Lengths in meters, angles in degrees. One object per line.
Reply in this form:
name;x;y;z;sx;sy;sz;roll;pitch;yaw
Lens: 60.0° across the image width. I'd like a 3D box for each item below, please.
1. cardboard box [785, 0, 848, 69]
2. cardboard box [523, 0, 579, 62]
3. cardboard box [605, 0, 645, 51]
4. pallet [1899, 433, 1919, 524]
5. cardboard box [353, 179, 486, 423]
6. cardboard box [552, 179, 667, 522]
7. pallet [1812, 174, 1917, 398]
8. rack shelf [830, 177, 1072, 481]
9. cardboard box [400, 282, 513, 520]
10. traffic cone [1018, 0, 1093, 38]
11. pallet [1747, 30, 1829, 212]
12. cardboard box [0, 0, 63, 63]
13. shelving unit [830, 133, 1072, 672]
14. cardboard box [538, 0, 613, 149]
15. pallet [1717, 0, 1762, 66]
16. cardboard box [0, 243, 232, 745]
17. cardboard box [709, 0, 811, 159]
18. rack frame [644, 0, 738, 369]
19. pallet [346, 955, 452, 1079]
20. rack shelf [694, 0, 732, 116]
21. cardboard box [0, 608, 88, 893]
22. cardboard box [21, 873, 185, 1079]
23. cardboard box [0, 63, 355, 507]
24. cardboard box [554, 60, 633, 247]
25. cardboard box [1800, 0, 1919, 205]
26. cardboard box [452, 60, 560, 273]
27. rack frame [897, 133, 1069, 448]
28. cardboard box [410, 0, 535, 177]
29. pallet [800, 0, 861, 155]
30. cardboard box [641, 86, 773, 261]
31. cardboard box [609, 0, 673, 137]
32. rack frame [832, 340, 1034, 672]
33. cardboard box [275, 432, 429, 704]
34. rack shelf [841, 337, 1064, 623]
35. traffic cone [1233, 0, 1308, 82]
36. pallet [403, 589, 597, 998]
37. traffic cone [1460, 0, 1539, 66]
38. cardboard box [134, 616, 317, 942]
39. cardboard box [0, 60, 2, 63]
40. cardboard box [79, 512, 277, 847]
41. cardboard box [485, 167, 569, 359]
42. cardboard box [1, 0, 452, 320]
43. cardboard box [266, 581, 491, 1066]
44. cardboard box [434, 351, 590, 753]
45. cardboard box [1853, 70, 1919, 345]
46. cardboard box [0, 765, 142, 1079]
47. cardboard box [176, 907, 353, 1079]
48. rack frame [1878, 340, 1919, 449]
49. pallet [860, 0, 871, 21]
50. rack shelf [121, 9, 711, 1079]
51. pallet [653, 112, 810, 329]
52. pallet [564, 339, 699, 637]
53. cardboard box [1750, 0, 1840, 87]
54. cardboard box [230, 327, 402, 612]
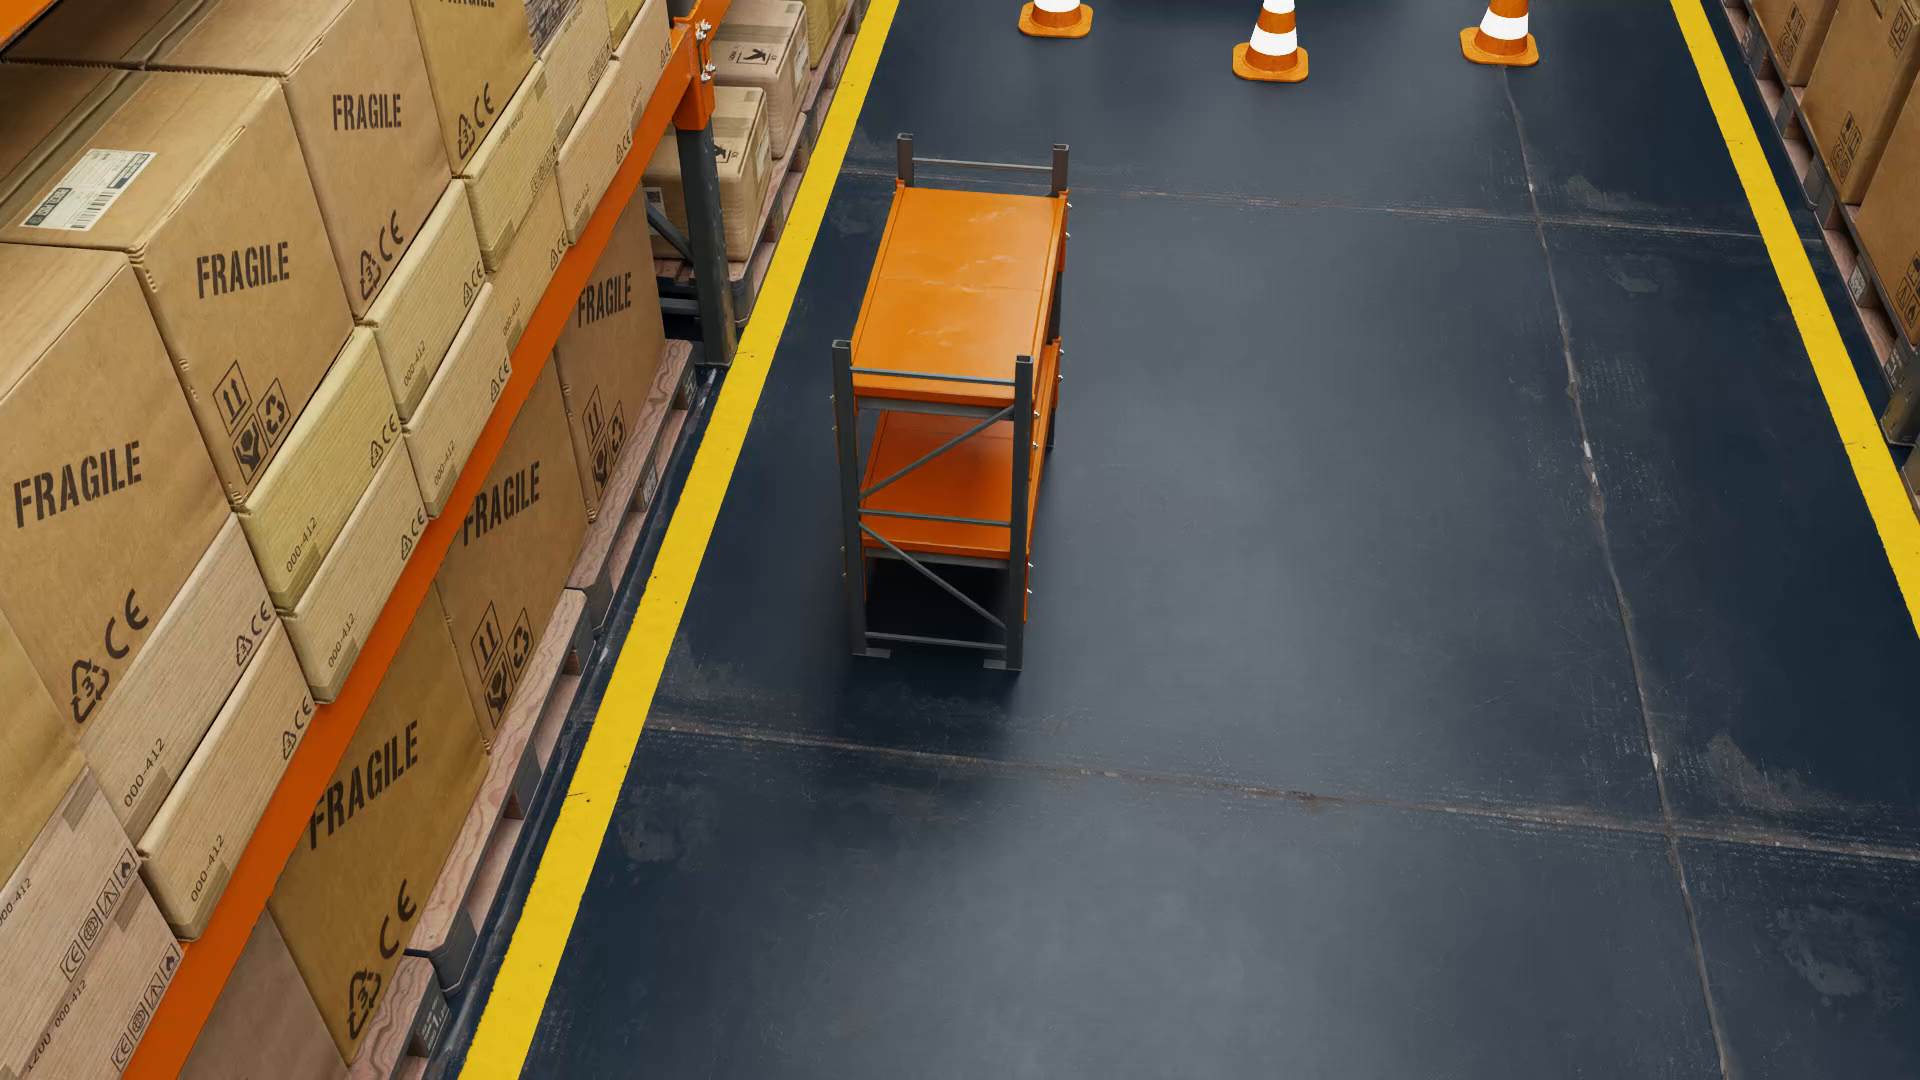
cardboard box;-1.021;-2.384;7.192;0.950;0.372;0.625;7;44;7
cardboard box;-1.170;-1.454;3.804;0.500;0.500;0.500;6;44;6
cardboard box;-1.114;-1.555;4.456;0.500;0.250;0.500;5;44;5
pallet;3.514;0.145;4.944;1.003;0.211;1.213;5;44;6
cardboard box;-1.294;-0.501;3.343;0.500;0.250;0.500;4;44;4
cardboard box;-1.475;-0.699;5.047;0.875;0.875;0.875;5;44;5
pallet;3.797;-0.918;6.066;1.003;0.211;1.213;5;44;6
rack shelf;-0.001;-0.616;4.657;0.538;0.278;1.000;5;44;6
cardboard box;-1.285;-0.317;3.512;0.500;0.250;0.500;5;44;5
traffic cone;0.451;-2.614;7.674;0.336;0.463;0.334;5;44;6
pallet;3.961;-1.747;6.942;1.003;0.211;1.213;5;44;6
cardboard box;-1.819;-0.833;3.148;0.500;0.500;0.500;6;44;6
shelving unit;-0.001;-0.404;4.858;0.538;1.125;1.048;5;44;6
cardboard box;-1.178;-1.206;4.087;0.500;0.250;0.500;4;44;4
pallet;4.120;-2.581;7.822;1.003;0.211;1.213;5;44;6
cardboard box;-1.447;-0.078;2.350;0.500;0.500;0.500;5;44;5
cardboard box;-1.127;-1.867;6.646;0.950;0.372;0.625;4;44;5
rack frame;-1.302;-1.781;4.950;1.000;3.000;0.127;5;44;6
pallet;-1.803;1.425;3.592;1.003;0.211;1.213;5;44;6
rack shelf;-1.037;-2.883;6.637;1.077;0.370;4.000;5;44;6
cardboard box;-1.487;0.272;1.982;0.500;0.500;0.500;6;44;6
cardboard box;-1.511;0.723;2.414;0.500;0.250;0.500;4;44;5
cardboard box;-1.379;-0.419;2.711;0.500;0.500;0.500;4;44;4
cardboard box;-1.163;-1.009;4.243;0.500;0.250;0.500;6;44;6
cardboard box;3.900;-1.739;6.236;1.050;0.750;0.750;6;44;6
cardboard box;-1.225;-0.855;3.717;0.500;0.250;0.500;4;44;4
rack frame;0.066;-0.750;5.224;0.500;1.125;0.032;5;44;6
cardboard box;-1.243;-1.116;3.447;0.500;0.500;0.500;5;44;6
pallet;-1.033;-2.130;7.346;1.003;0.211;1.213;5;44;6
cardboard box;-1.217;-1.364;6.115;0.950;0.372;0.625;3;43;3
cardboard box;-1.111;-1.359;4.612;0.500;0.250;0.500;4;44;4
rack frame;-0.068;-0.057;4.493;0.500;1.125;0.032;5;44;6
cardboard box;-1.360;0.023;3.154;0.500;0.250;0.500;5;44;5
rack shelf;-0.001;-0.226;5.027;0.538;0.278;1.000;5;44;6
traffic cone;1.404;-2.325;7.369;0.336;0.463;0.334;5;44;6
pallet;-1.644;0.591;4.473;1.003;0.211;1.213;5;44;6
traffic cone;2.473;-2.429;7.478;0.336;0.463;0.334;5;44;6
cardboard box;-1.444;0.370;2.786;0.500;0.250;0.500;4;44;4
cardboard box;-1.873;-0.479;2.774;0.500;0.500;0.500;6;44;7
cardboard box;-1.452;0.185;2.618;0.500;0.250;0.500;6;44;6
cardboard box;-1.246;-0.667;3.882;0.500;0.250;0.500;5;44;5
cardboard box;-1.317;-0.772;3.084;0.500;0.500;0.500;5;44;5
cardboard box;-1.716;0.518;3.762;0.875;0.875;0.875;6;44;7
cardboard box;-1.597;-0.092;4.405;0.875;0.875;0.875;6;44;6
cardboard box;3.788;-1.143;5.606;1.050;0.750;0.750;5;44;5
cardboard box;-1.493;0.543;2.240;0.500;0.250;0.500;4;44;4
cardboard box;-1.828;1.134;3.111;0.875;0.875;0.875;6;44;7
rack frame;3.618;-1.400;4.547;1.000;3.000;0.127;5;44;6
pallet;-0.874;-2.964;8.227;1.003;0.211;1.213;5;44;6
rack shelf;-1.566;-0.157;3.758;1.077;0.370;4.000;5;44;6
pallet;-1.197;-1.301;6.471;1.003;0.211;1.213;5;44;6
pallet;-1.480;-0.238;5.348;1.003;0.211;1.213;5;44;6
cardboard box;4.023;-2.374;6.906;1.050;0.750;0.750;5;44;6
cardboard box;-1.358;-0.156;2.979;0.500;0.250;0.500;6;44;6
